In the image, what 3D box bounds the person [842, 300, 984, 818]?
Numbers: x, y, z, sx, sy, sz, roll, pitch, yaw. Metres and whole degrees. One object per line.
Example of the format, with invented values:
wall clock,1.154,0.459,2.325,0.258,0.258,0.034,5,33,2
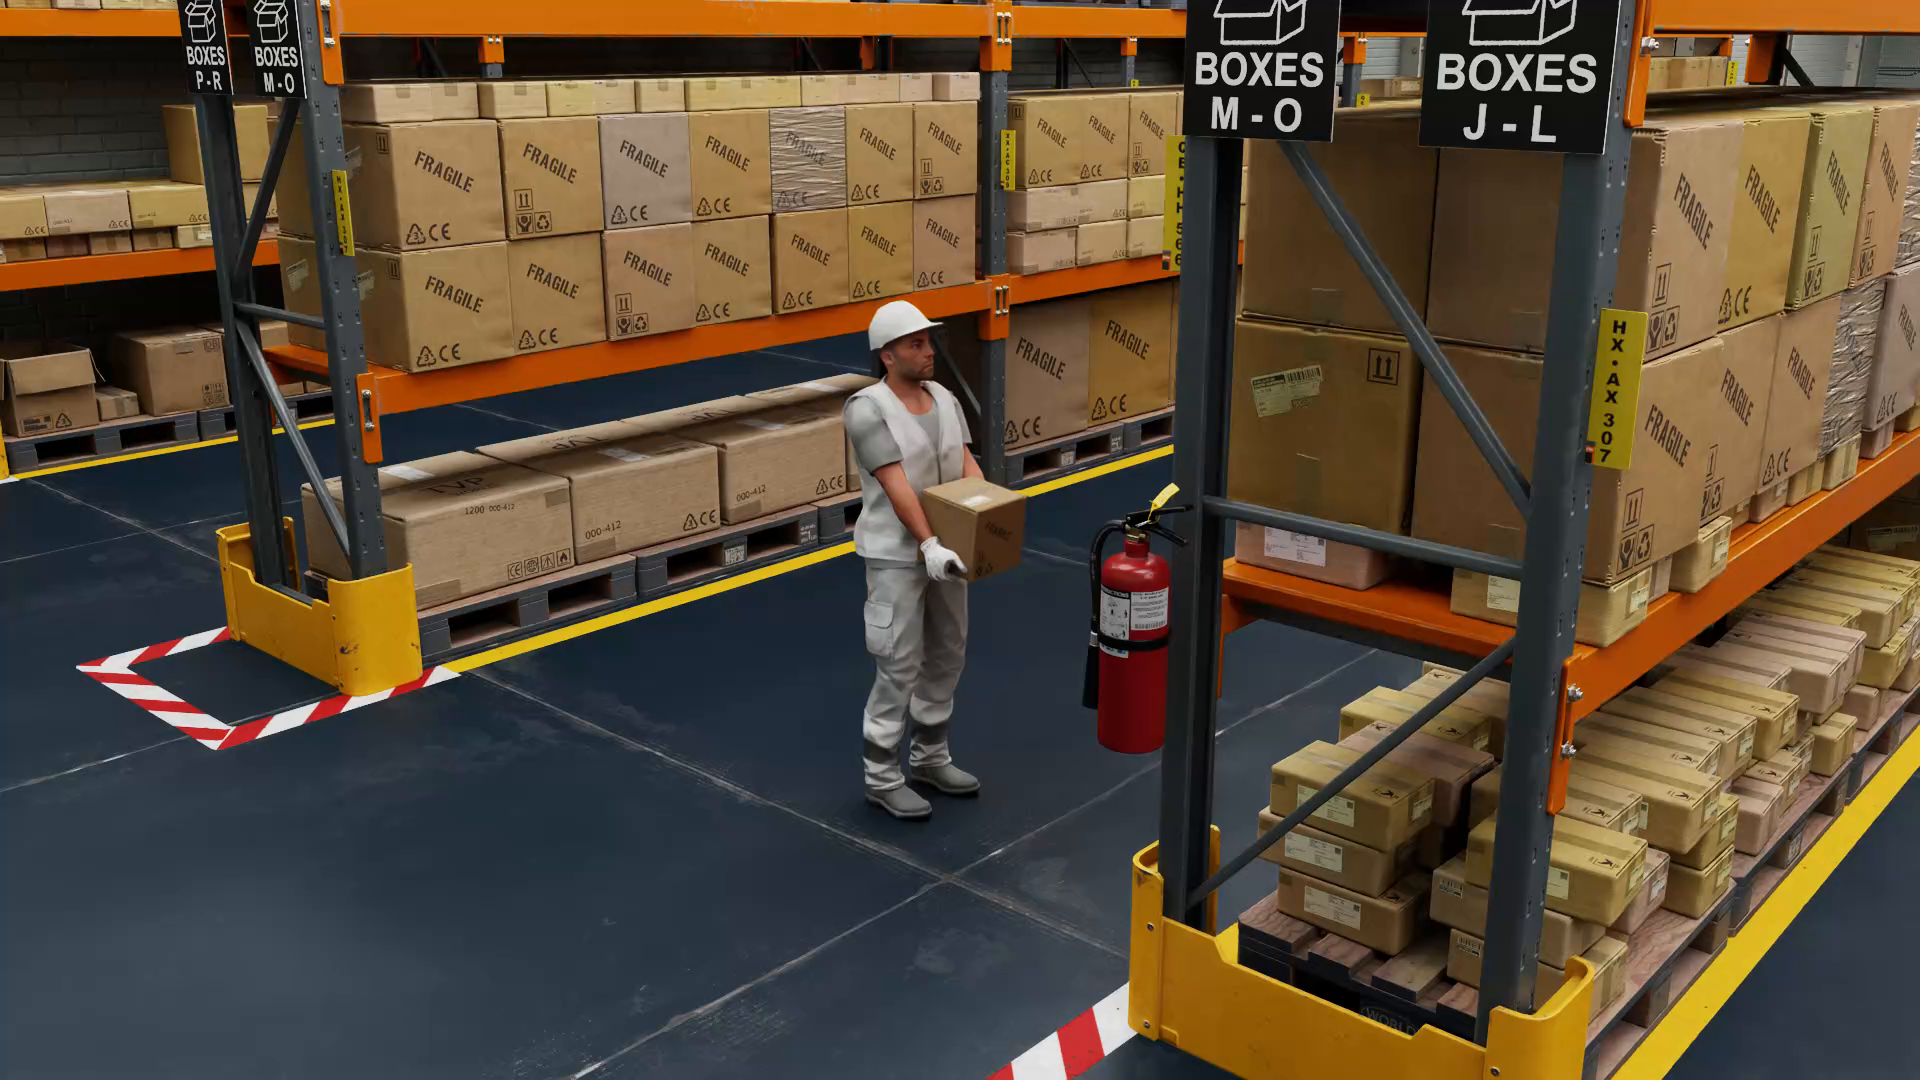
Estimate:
person,-0.085,0.083,5.734,0.561,1.782,0.493,15,22,40
